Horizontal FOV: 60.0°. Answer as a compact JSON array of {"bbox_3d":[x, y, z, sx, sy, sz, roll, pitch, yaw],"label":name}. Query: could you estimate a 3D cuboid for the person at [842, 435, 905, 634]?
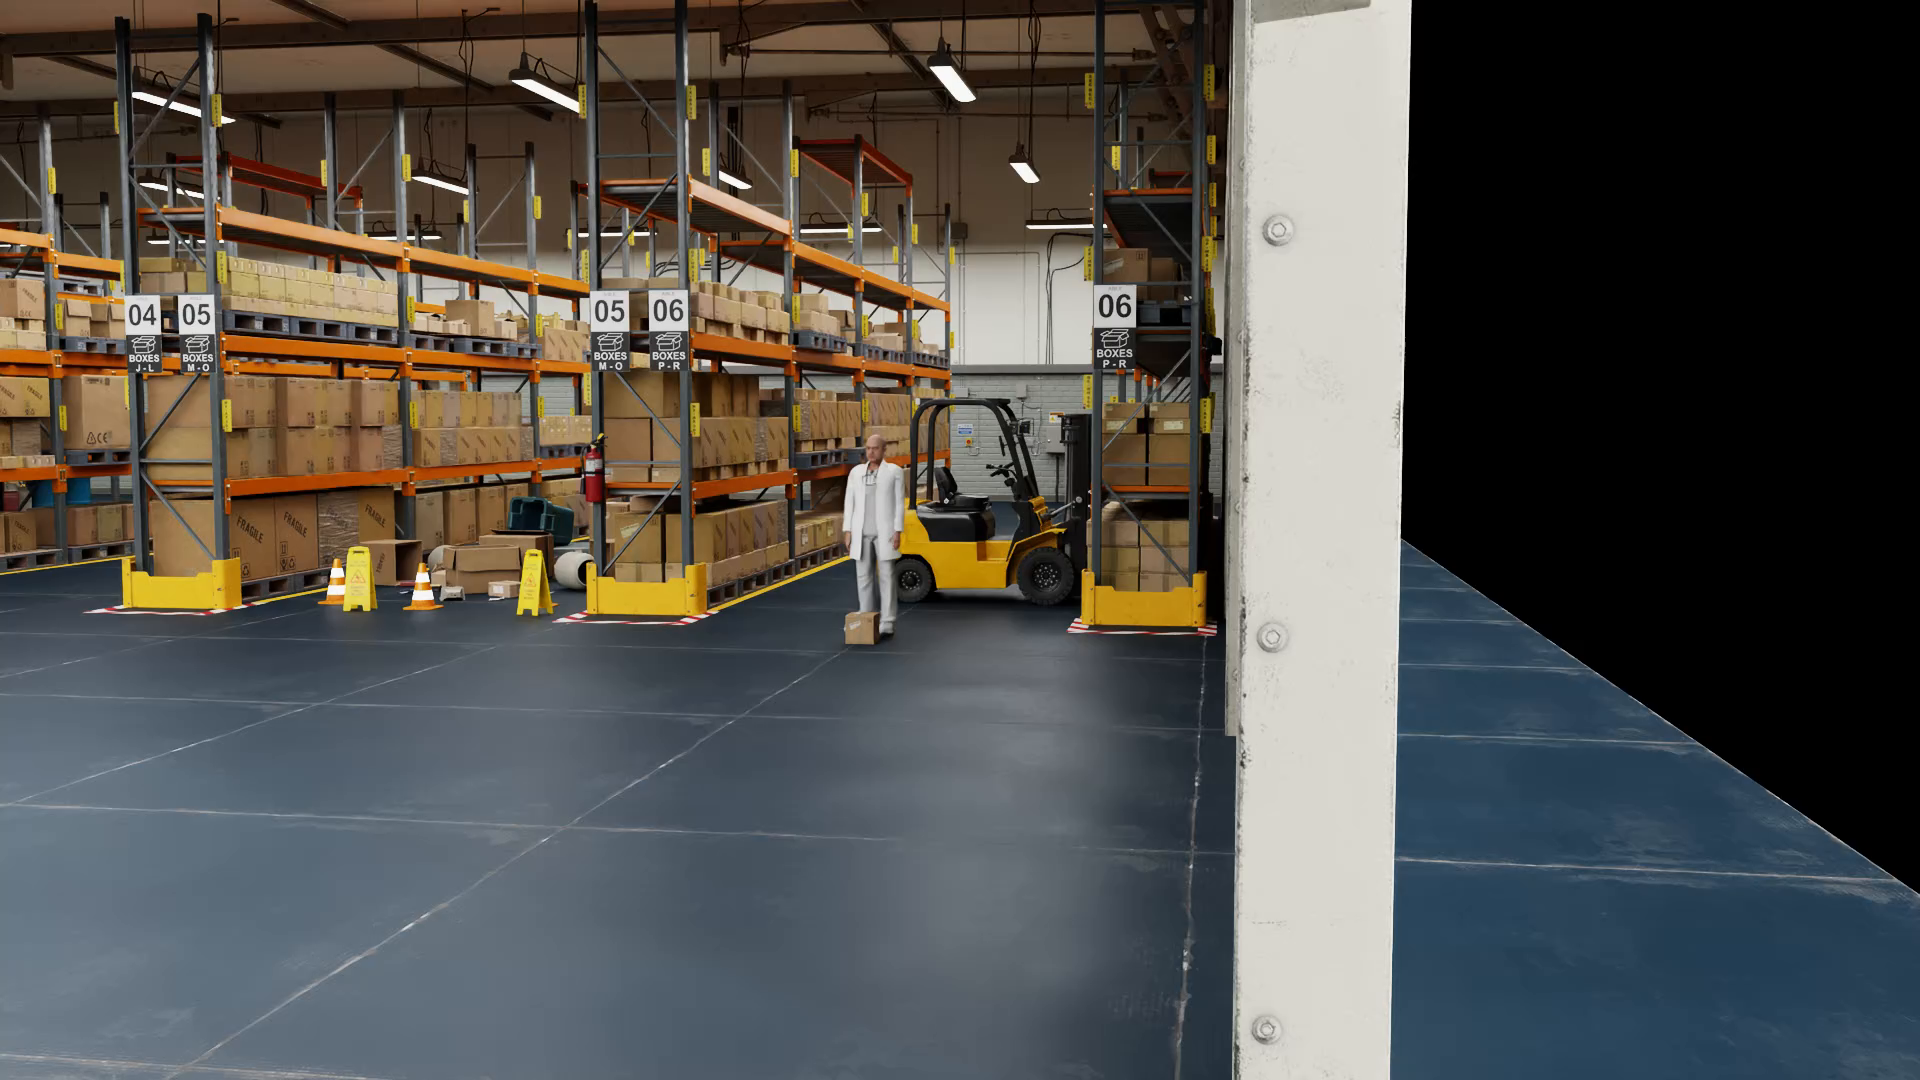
[{"bbox_3d":[-0.788,-0.054,14.959,0.588,1.782,0.386,1,4,14],"label":"person"}]
